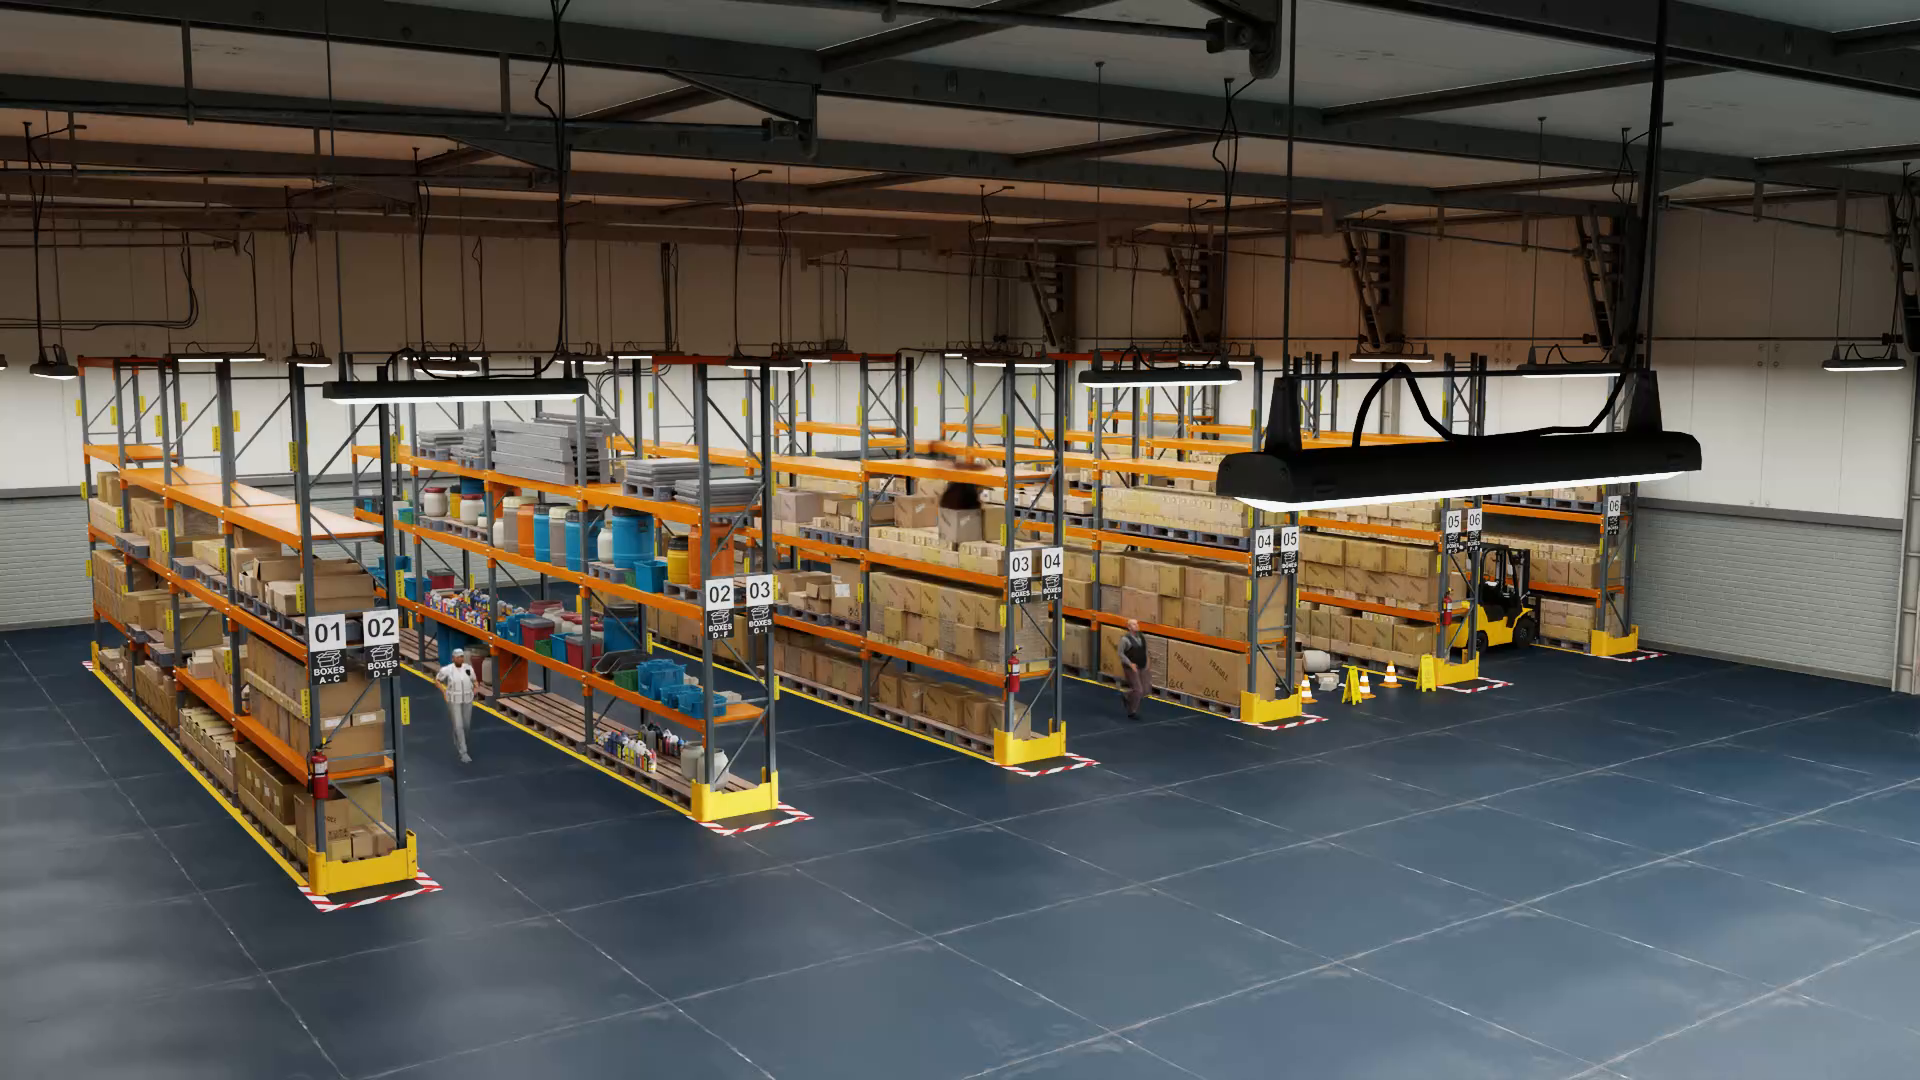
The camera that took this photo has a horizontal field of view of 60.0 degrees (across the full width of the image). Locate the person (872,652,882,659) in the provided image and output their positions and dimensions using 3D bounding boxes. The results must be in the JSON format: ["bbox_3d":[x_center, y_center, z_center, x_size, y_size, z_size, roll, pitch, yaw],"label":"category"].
[{"bbox_3d":[-1.498,1.685,31.815,0.516,1.580,0.636,-6,9,-42],"label":"person"}]

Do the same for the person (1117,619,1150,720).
[{"bbox_3d":[2.890,2.143,27.763,0.663,1.690,0.540,-6,9,-42],"label":"person"}]

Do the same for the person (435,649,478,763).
[{"bbox_3d":[-7.584,2.469,25.190,0.608,1.675,0.864,-5,9,-36],"label":"person"}]
